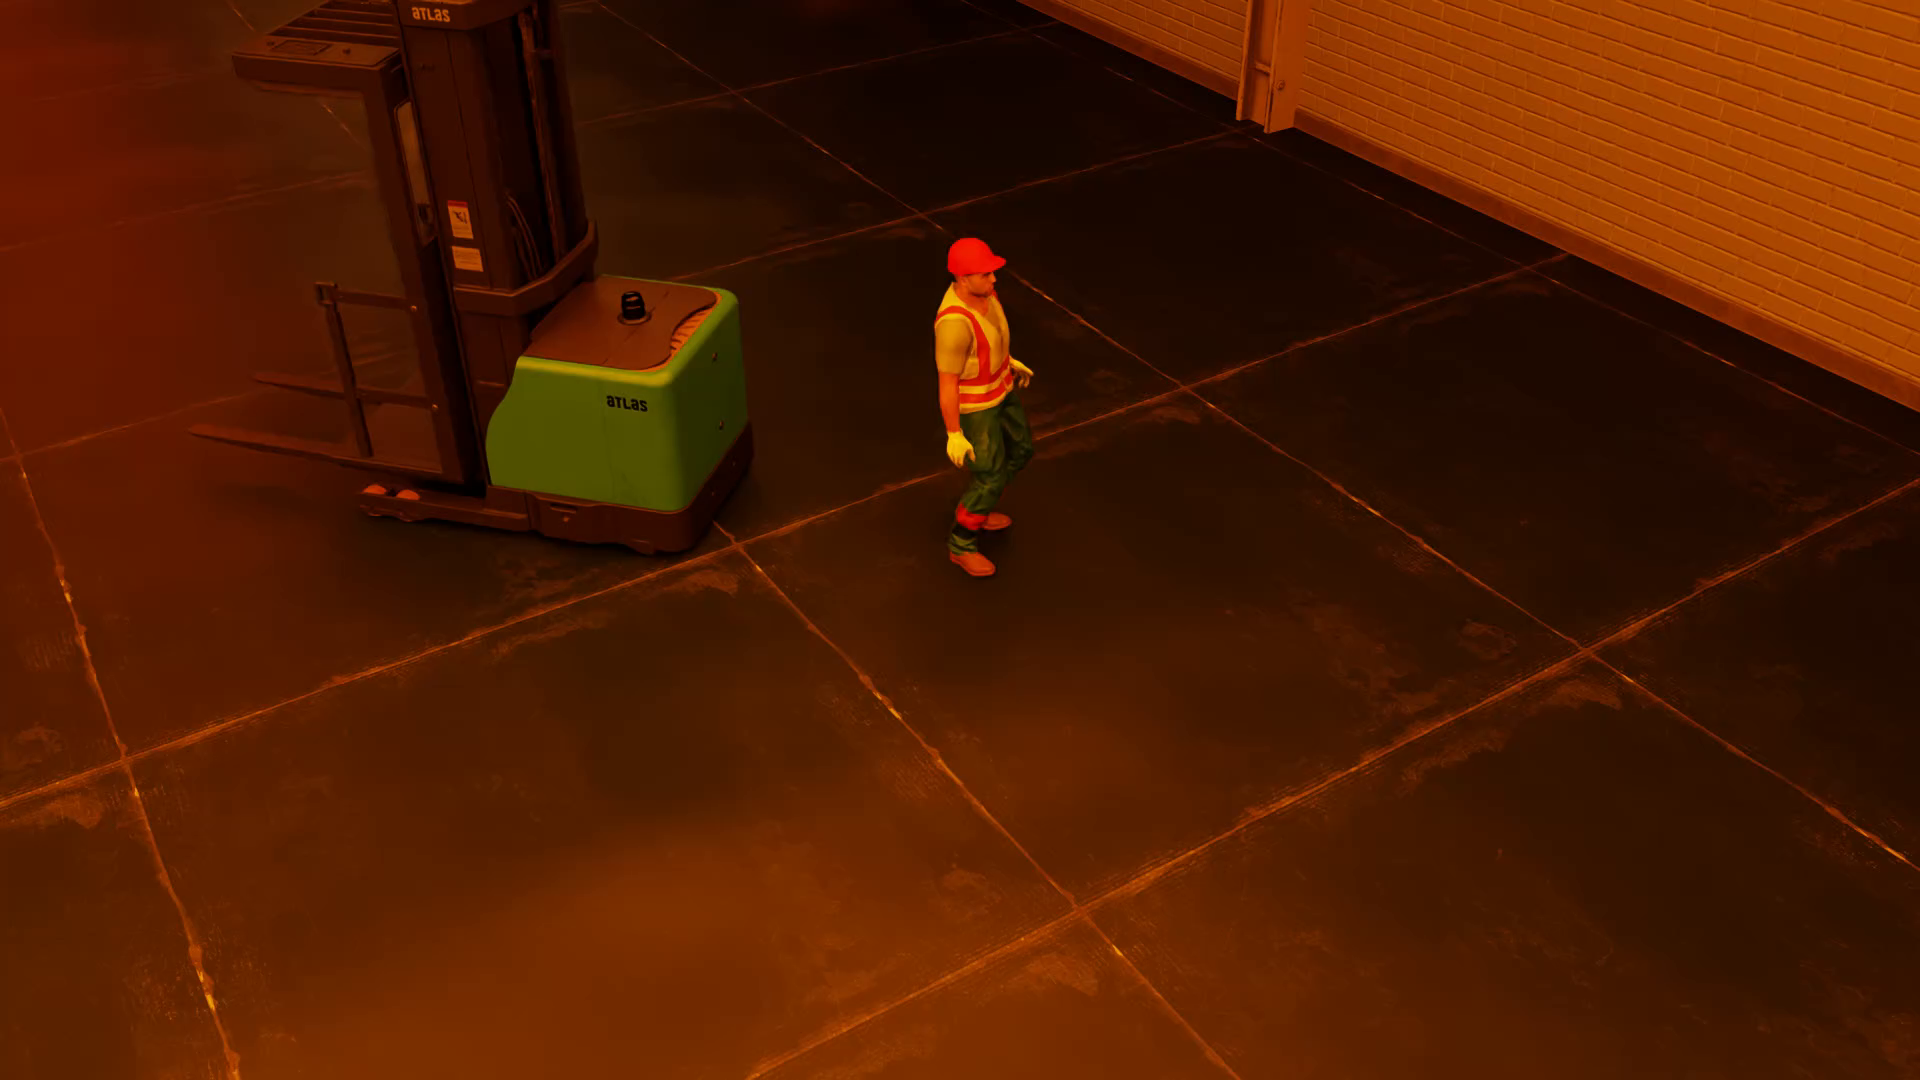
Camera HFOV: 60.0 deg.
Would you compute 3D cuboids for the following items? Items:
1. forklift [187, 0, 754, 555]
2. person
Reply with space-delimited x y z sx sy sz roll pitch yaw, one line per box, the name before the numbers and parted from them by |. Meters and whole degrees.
forklift | -2.718 -1.580 8.397 3.031 2.935 1.130 9 36 12
person | 0.109 -0.681 8.176 0.430 1.730 0.783 12 37 17
